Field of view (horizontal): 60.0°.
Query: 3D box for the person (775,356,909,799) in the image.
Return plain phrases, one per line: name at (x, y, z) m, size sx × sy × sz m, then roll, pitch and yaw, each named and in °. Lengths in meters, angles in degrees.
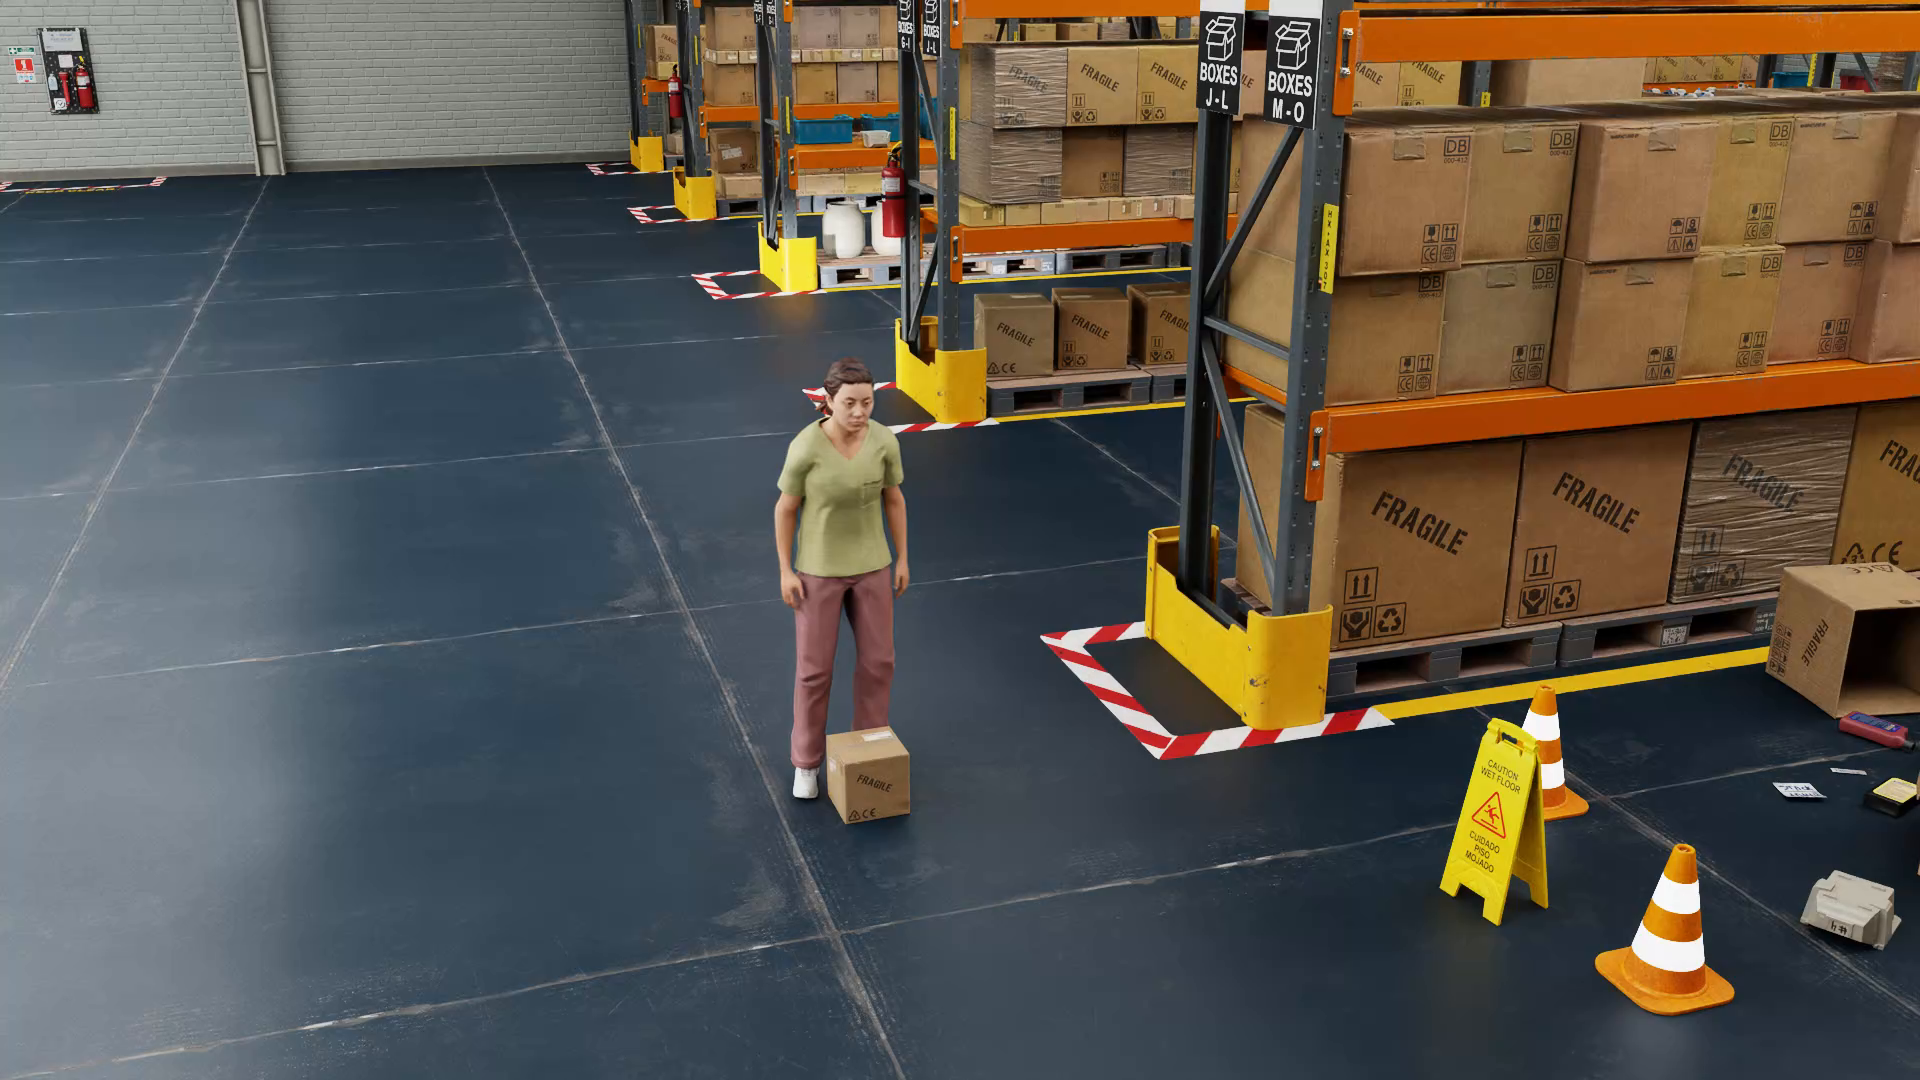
person at (-0.425, 0.129, 6.202) m, size 0.507 × 1.672 × 0.354 m, roll -7°, pitch 20°, yaw -18°
